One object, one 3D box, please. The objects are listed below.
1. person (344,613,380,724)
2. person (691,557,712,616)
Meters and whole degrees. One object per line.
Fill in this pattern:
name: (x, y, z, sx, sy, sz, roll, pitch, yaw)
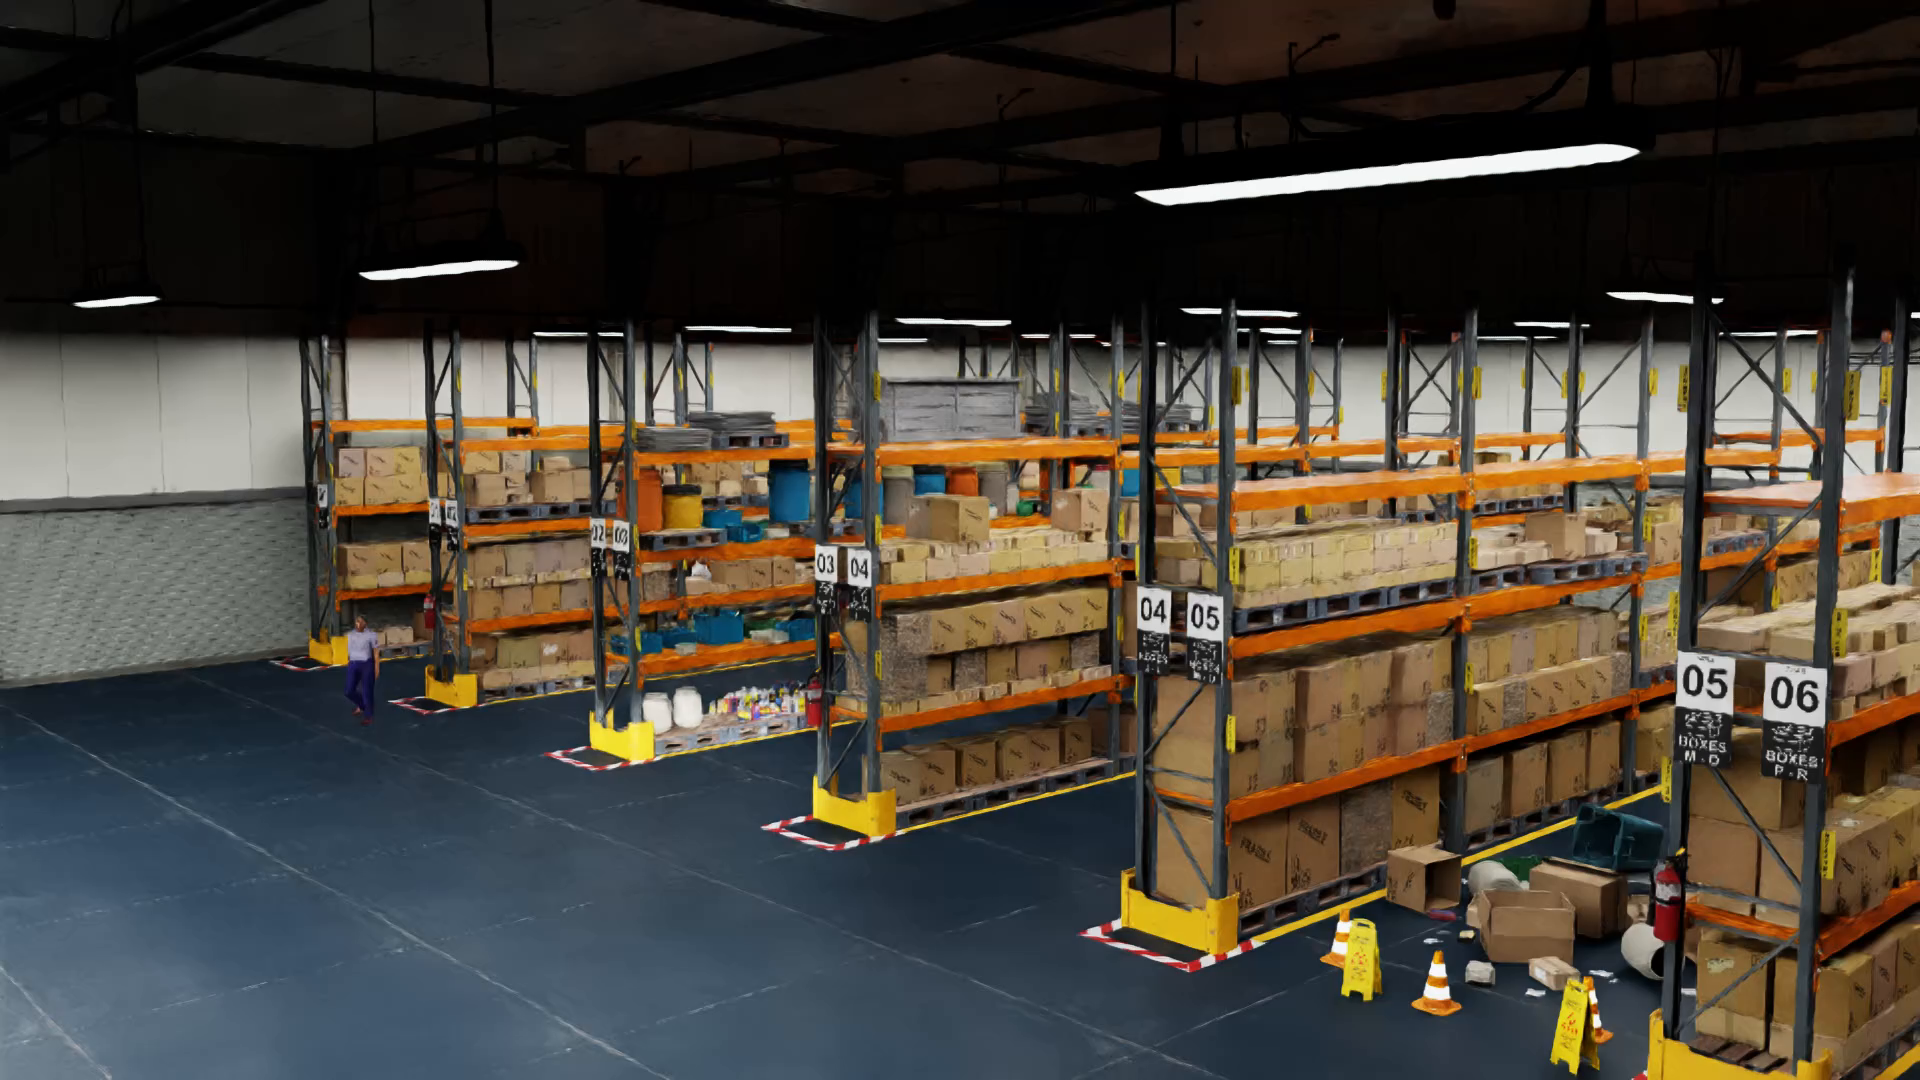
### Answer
person: (-8.809, 1.883, 24.564, 0.552, 1.627, 0.522, 1, 6, 9)
person: (-4.918, 1.057, 31.914, 0.476, 1.759, 0.593, 2, 6, 18)
